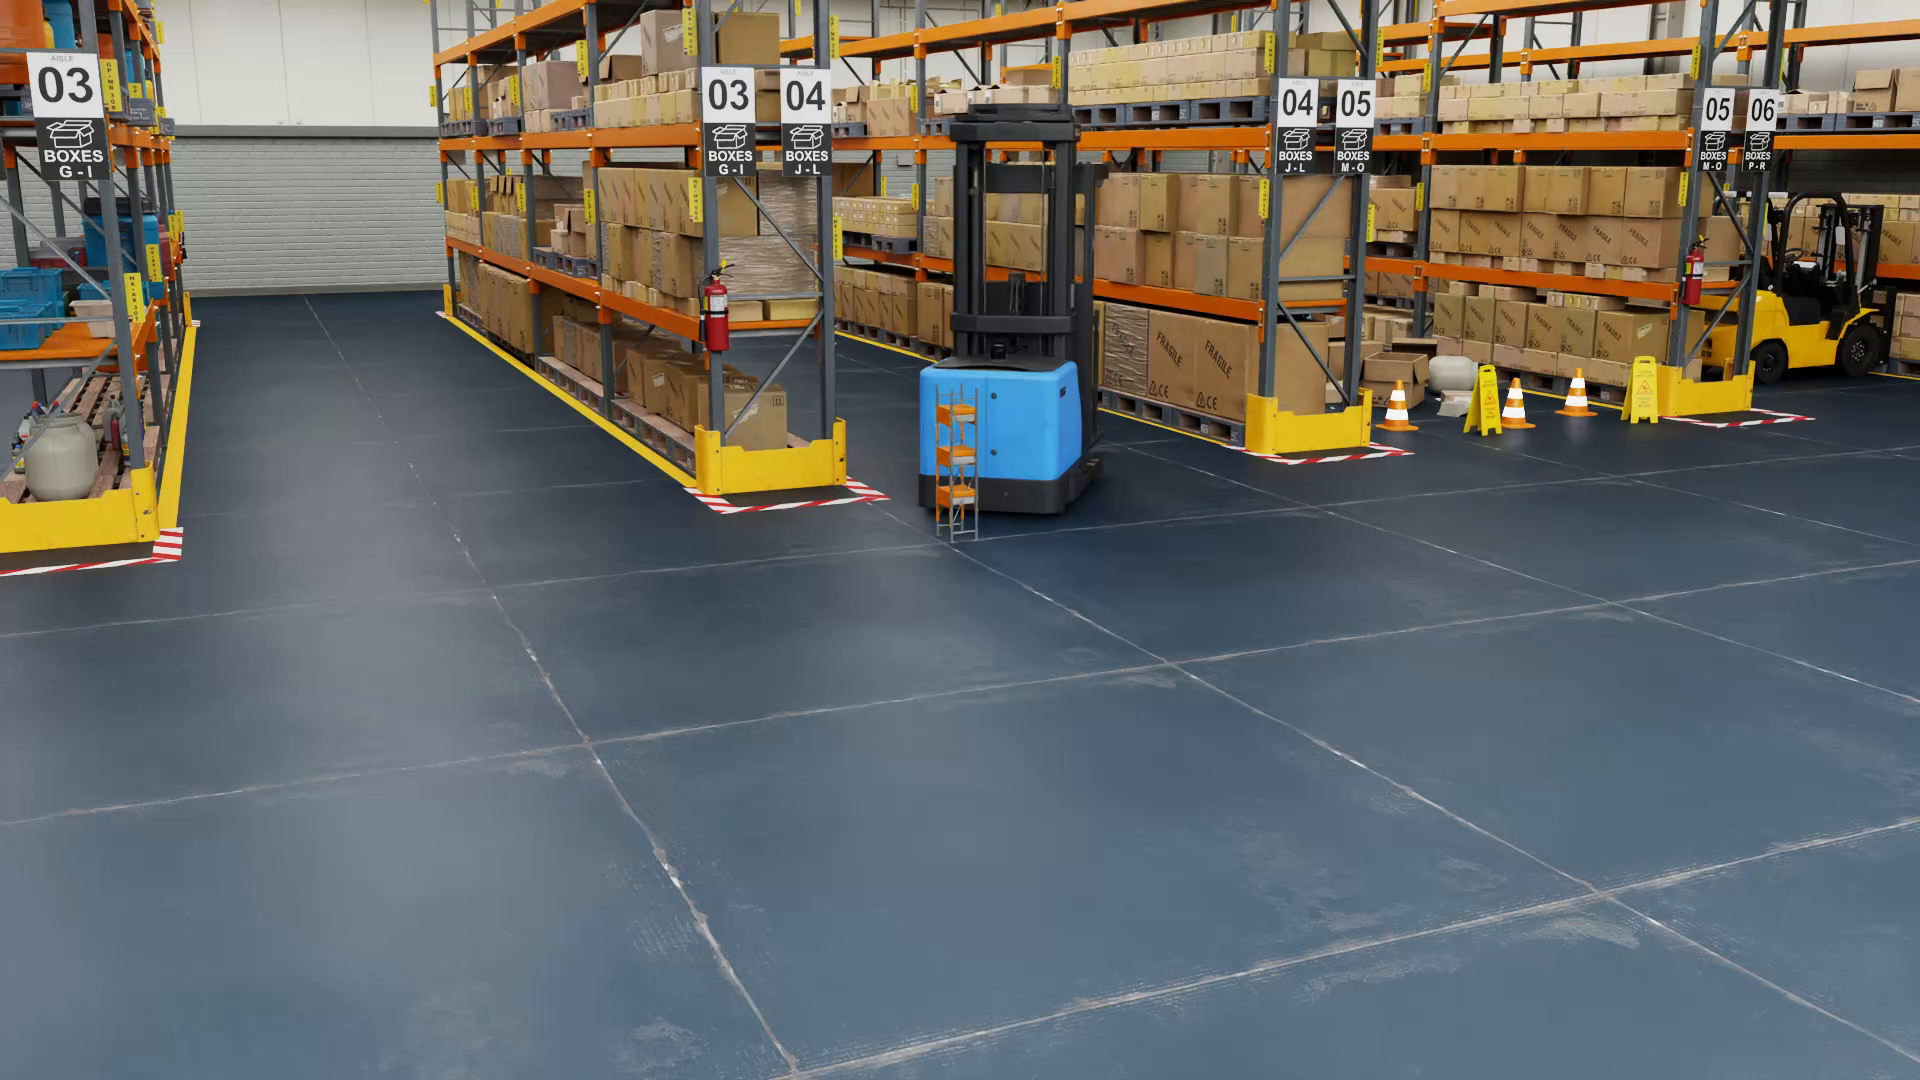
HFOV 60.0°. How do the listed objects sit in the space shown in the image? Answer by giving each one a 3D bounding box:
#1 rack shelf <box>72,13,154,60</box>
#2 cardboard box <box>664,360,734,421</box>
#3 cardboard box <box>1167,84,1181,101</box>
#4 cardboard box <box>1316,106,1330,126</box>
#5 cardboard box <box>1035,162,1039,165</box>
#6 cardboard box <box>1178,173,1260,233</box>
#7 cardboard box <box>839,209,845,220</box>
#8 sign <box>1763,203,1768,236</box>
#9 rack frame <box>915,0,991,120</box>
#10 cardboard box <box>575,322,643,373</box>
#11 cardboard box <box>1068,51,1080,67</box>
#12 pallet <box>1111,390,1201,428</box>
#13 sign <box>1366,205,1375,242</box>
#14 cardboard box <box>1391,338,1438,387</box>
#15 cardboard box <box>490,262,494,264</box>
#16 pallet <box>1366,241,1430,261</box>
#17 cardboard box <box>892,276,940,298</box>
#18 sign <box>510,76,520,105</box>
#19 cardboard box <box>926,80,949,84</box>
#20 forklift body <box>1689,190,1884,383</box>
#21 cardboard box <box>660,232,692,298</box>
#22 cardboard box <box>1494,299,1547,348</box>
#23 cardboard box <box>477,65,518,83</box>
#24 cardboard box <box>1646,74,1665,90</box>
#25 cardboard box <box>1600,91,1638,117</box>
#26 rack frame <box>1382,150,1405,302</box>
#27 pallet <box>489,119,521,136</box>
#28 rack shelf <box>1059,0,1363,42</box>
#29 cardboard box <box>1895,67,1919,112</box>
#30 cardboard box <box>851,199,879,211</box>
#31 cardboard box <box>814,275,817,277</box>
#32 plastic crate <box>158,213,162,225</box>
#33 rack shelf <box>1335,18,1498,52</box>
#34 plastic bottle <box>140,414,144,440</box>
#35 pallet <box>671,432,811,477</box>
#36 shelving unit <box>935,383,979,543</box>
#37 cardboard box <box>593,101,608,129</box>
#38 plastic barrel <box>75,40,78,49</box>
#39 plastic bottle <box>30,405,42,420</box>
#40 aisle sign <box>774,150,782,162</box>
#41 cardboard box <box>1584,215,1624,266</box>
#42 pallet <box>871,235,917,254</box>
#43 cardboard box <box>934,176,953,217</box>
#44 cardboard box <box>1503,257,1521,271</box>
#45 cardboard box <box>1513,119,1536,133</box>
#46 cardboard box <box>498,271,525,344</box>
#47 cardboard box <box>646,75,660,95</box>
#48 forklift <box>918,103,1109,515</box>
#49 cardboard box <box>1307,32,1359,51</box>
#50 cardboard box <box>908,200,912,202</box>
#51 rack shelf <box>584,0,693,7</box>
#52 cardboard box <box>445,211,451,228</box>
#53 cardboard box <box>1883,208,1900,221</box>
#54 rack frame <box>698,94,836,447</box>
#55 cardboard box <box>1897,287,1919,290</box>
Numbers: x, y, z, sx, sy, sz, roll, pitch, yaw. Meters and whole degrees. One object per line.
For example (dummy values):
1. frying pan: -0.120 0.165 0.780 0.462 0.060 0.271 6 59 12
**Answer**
1. rack shelf: -10.007 -5.872 19.266 1.077 0.370 4.000 -6 14 -23
2. cardboard box: -2.384 -1.364 15.223 0.500 0.500 0.500 -7 15 -28
3. cardboard box: 2.170 -4.196 15.598 0.380 0.149 0.250 -6 14 -23
4. cardboard box: 5.050 -5.623 22.131 0.797 0.503 0.637 -6 14 -23
5. cardboard box: 1.542 -6.616 29.426 0.380 0.149 0.250 -5 14 -22
6. cardboard box: 2.605 -3.216 15.884 0.875 0.550 0.550 -6 14 -23
7. cardboard box: -1.524 -4.671 23.864 0.380 0.149 0.250 -5 14 -21
8. sign: 8.115 -3.242 16.804 0.100 0.325 0.005 -6 14 -23
9. rack frame: -0.082 -6.879 21.133 1.000 3.000 0.127 -6 14 -23
10. cardboard box: -3.913 -2.159 18.612 0.700 0.500 0.500 -4 14 -18
11. cardboard box: 1.354 -5.004 17.323 0.380 0.149 0.250 -5 14 -22
12. pallet: 2.246 -1.354 16.753 1.003 0.211 1.213 -6 14 -23
13. sign: 3.633 -2.812 14.773 0.100 0.325 0.005 -6 14 -23
14. cardboard box: 5.198 -2.037 19.055 0.500 0.500 0.500 4 14 16
15. cardboard box: -6.461 -3.668 24.347 0.875 0.875 0.875 -6 14 -23
16. pallet: 5.842 -3.675 21.021 1.003 0.211 1.213 -6 14 -23
17. cardboard box: -0.596 -3.426 22.468 0.500 0.250 0.500 -6 14 -24
18. sign: -5.179 -5.232 19.349 0.100 0.325 0.005 -6 14 -23
19. cardboard box: -0.337 -6.103 22.515 0.396 0.266 0.258 -6 14 -23
20. forklift body: 9.733 -3.034 19.707 2.313 2.155 1.214 -6 14 -23
21. cardboard box: -1.968 -2.278 13.679 0.875 0.500 0.500 -6 14 -23
22. cardboard box: 6.435 -2.465 18.870 0.500 0.500 0.500 -5 14 -20
23. cardboard box: -6.640 -6.679 23.884 0.500 0.250 0.500 -7 15 -27
24. cardboard box: 7.143 -4.598 16.722 0.380 0.149 0.250 -5 14 -22
25. cardboard box: 6.978 -4.491 17.142 0.500 0.250 0.500 -6 14 -24
26. rack frame: 7.357 -5.699 29.343 1.000 3.000 0.127 -6 14 -23
27. pallet: -5.425 -5.257 21.198 1.003 0.211 1.213 -5 14 -20
28. rack shelf: 2.321 -5.094 15.903 1.077 0.370 4.000 -6 14 -23
29. cardboard box: 11.445 -5.274 19.476 0.700 0.500 0.500 -6 14 -23
30. cardboard box: -1.318 -4.709 23.370 0.380 0.149 0.250 -5 14 -21
31. cardboard box: -2.172 -4.248 27.145 0.380 0.149 0.250 -6 14 -25
32. plastic crate: -10.936 -4.175 22.483 0.402 0.464 0.583 -6 14 -23
33. rack shelf: 5.214 -6.388 21.496 1.077 0.370 4.000 -6 14 -23
34. plastic bottle: -6.901 -0.969 13.954 0.061 0.283 0.133 -5 14 -19
35. pallet: -1.786 -0.704 13.944 1.003 0.211 1.213 -6 14 -23
36. shelving unit: -0.021 -0.523 11.299 0.215 1.050 0.252 -6 14 -23
37. cardboard box: -3.119 -3.975 15.570 0.500 0.250 0.500 -6 14 -25
38. plastic barrel: -8.268 -4.181 15.019 0.600 0.901 0.600 0 13 0
39. plastic bottle: -7.584 -0.935 13.658 0.144 0.351 0.185 -6 14 -25
40. aisle sign: -3.041 -6.917 28.840 0.394 0.787 0.004 -6 14 -23
41. cardboard box: 6.951 -3.156 17.471 0.500 0.500 0.500 -6 14 -23
42. pallet: -0.465 -4.000 22.426 1.213 0.211 1.003 -6 14 -23
43. cardboard box: 0.089 -4.398 21.281 0.700 0.500 0.500 -6 14 -23
44. cardboard box: 6.351 -3.116 18.737 0.380 0.149 0.250 -6 14 -23
45. cardboard box: 6.351 -4.576 18.392 0.380 0.149 0.250 -6 14 -24
46. cardboard box: -5.275 -3.027 21.579 1.225 0.875 0.875 -6 14 -23
47. cardboard box: -2.374 -3.757 13.747 0.380 0.149 0.250 -6 15 -26
48. forklift: 0.545 -1.898 13.071 1.130 2.935 3.031 3 13 14
49. cardboard box: 3.280 -4.381 14.632 0.380 0.149 0.250 -5 14 -22
50. cardboard box: -0.510 -4.658 23.148 0.380 0.149 0.250 -5 14 -20
51. rack shelf: -2.264 -4.860 14.013 1.077 0.370 4.000 -6 14 -23
52. cardboard box: -7.927 -5.130 26.555 0.500 0.250 0.500 -6 14 -24
53. cardboard box: 11.232 -3.894 19.882 0.380 0.149 0.250 -6 14 -23
54. rack frame: -1.463 -1.876 12.823 1.000 3.000 0.127 -6 14 -23
55. cardboard box: 11.552 -3.002 20.639 0.500 0.250 0.500 -6 14 -24
